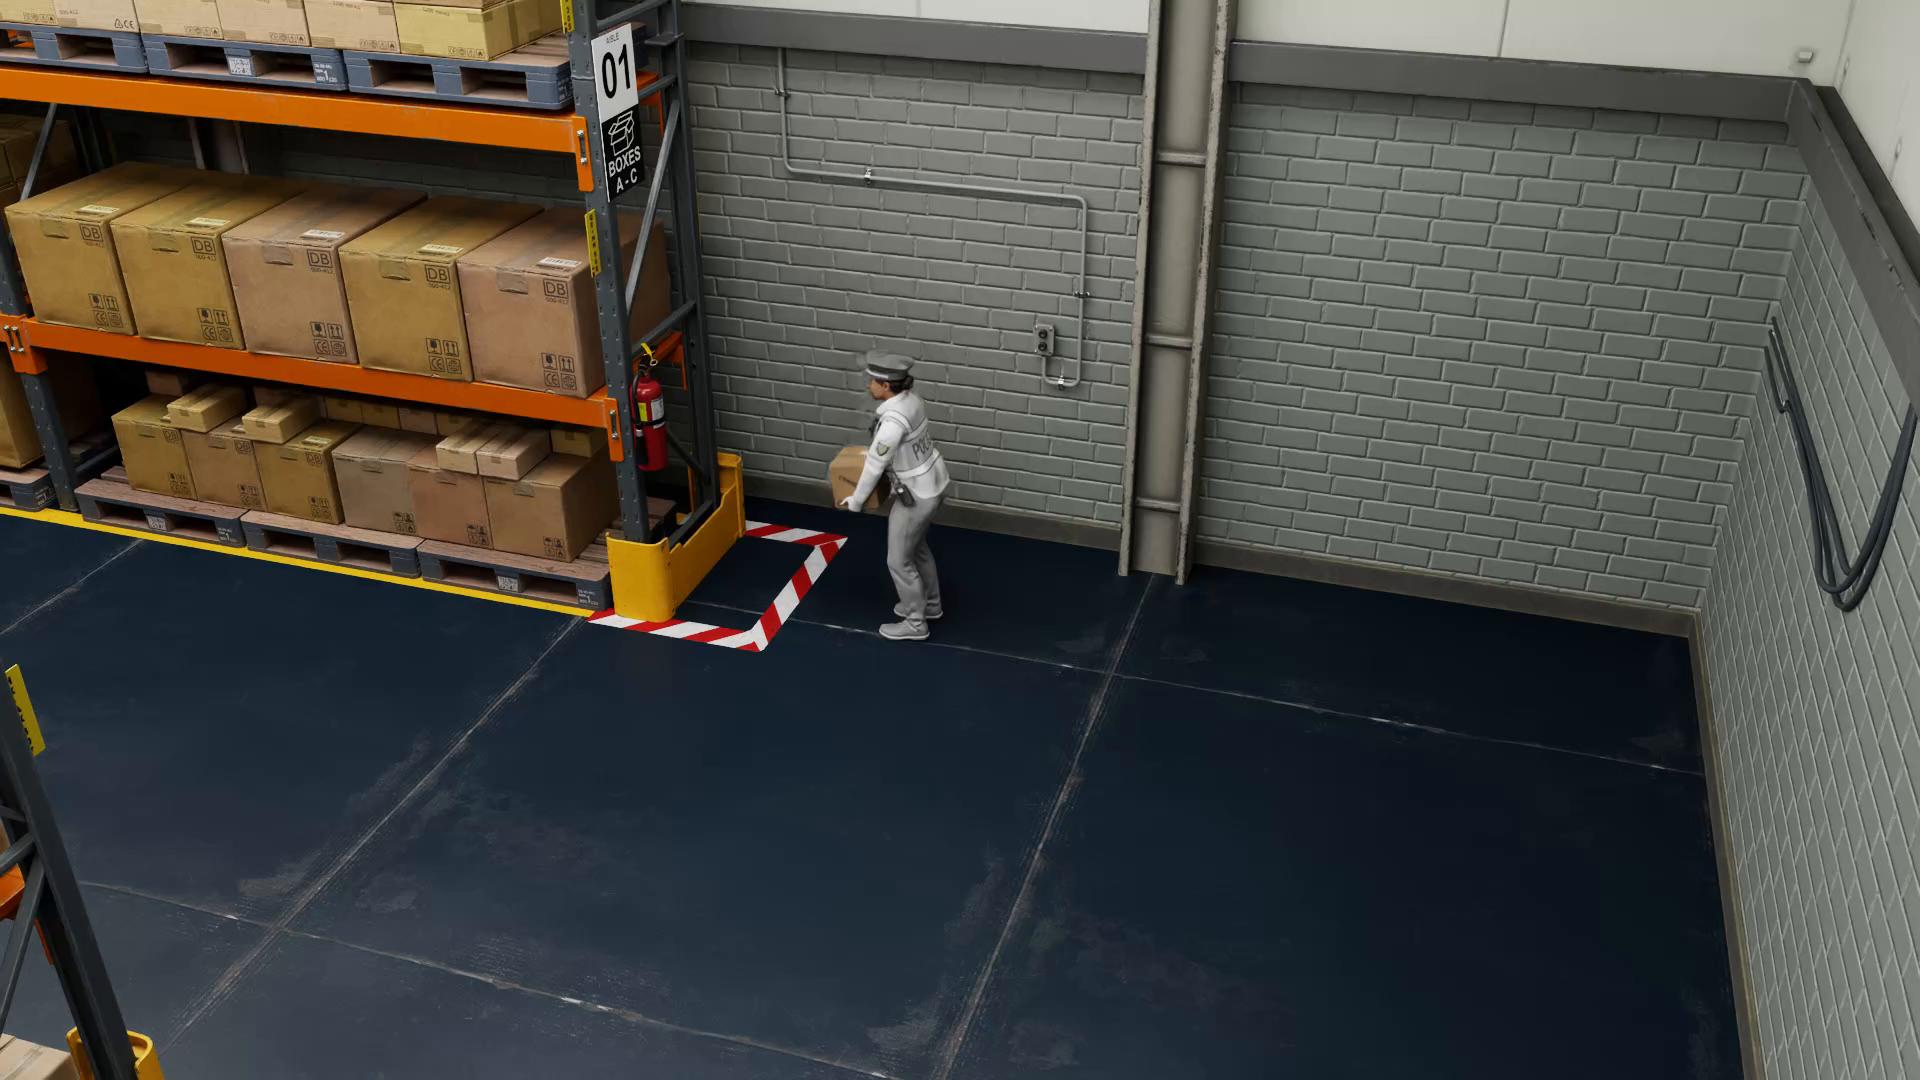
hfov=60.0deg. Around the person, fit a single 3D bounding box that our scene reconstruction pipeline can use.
[{"bbox_3d":[-0.346,-0.240,8.952,0.545,1.647,0.415,8,30,14],"label":"person"}]
